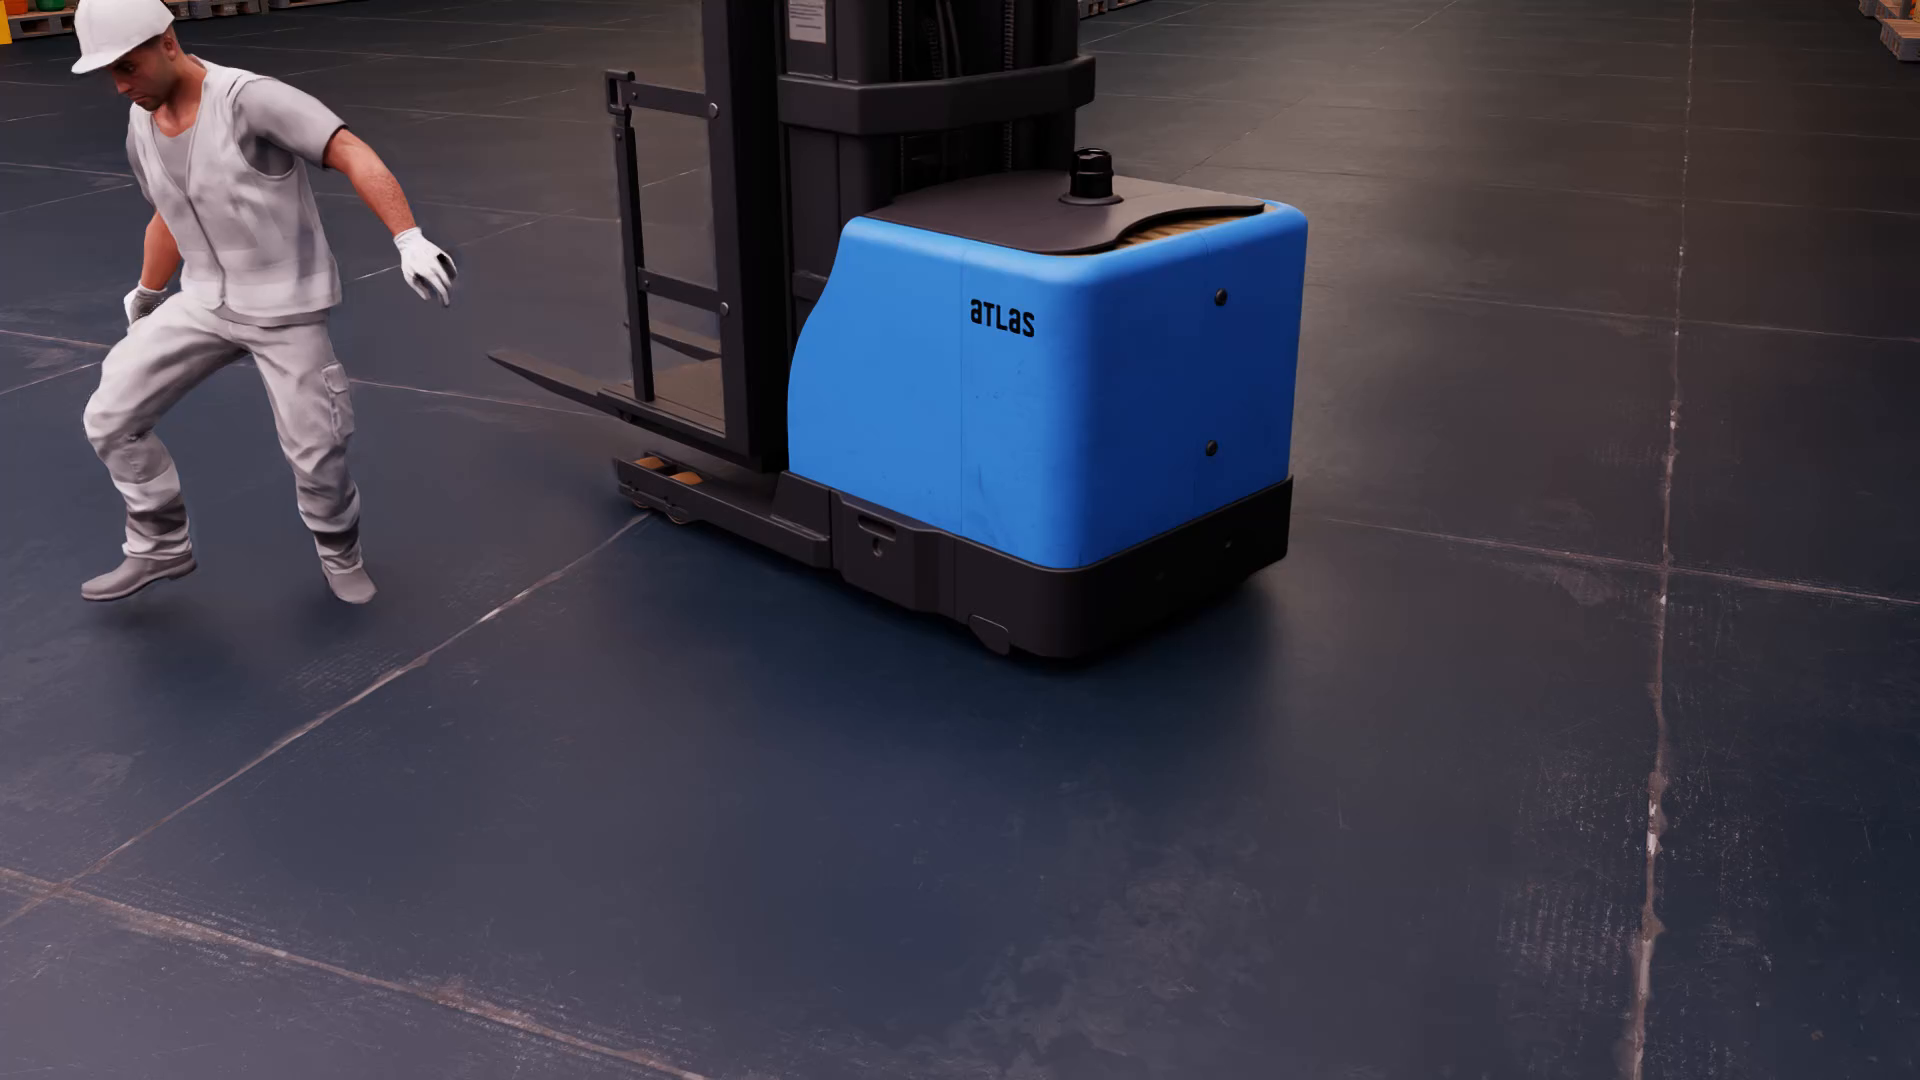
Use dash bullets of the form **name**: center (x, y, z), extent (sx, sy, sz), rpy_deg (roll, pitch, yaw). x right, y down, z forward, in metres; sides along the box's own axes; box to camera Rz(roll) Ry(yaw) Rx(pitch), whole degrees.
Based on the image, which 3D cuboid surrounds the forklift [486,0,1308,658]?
- **forklift**: center (-0.452, -1.524, 4.940), extent (3.031, 2.935, 1.130), rpy_deg (21, 30, 40)

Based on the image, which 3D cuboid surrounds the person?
- **person**: center (-1.815, -0.565, 4.326), extent (1.145, 1.709, 0.564), rpy_deg (5, 23, 12)
